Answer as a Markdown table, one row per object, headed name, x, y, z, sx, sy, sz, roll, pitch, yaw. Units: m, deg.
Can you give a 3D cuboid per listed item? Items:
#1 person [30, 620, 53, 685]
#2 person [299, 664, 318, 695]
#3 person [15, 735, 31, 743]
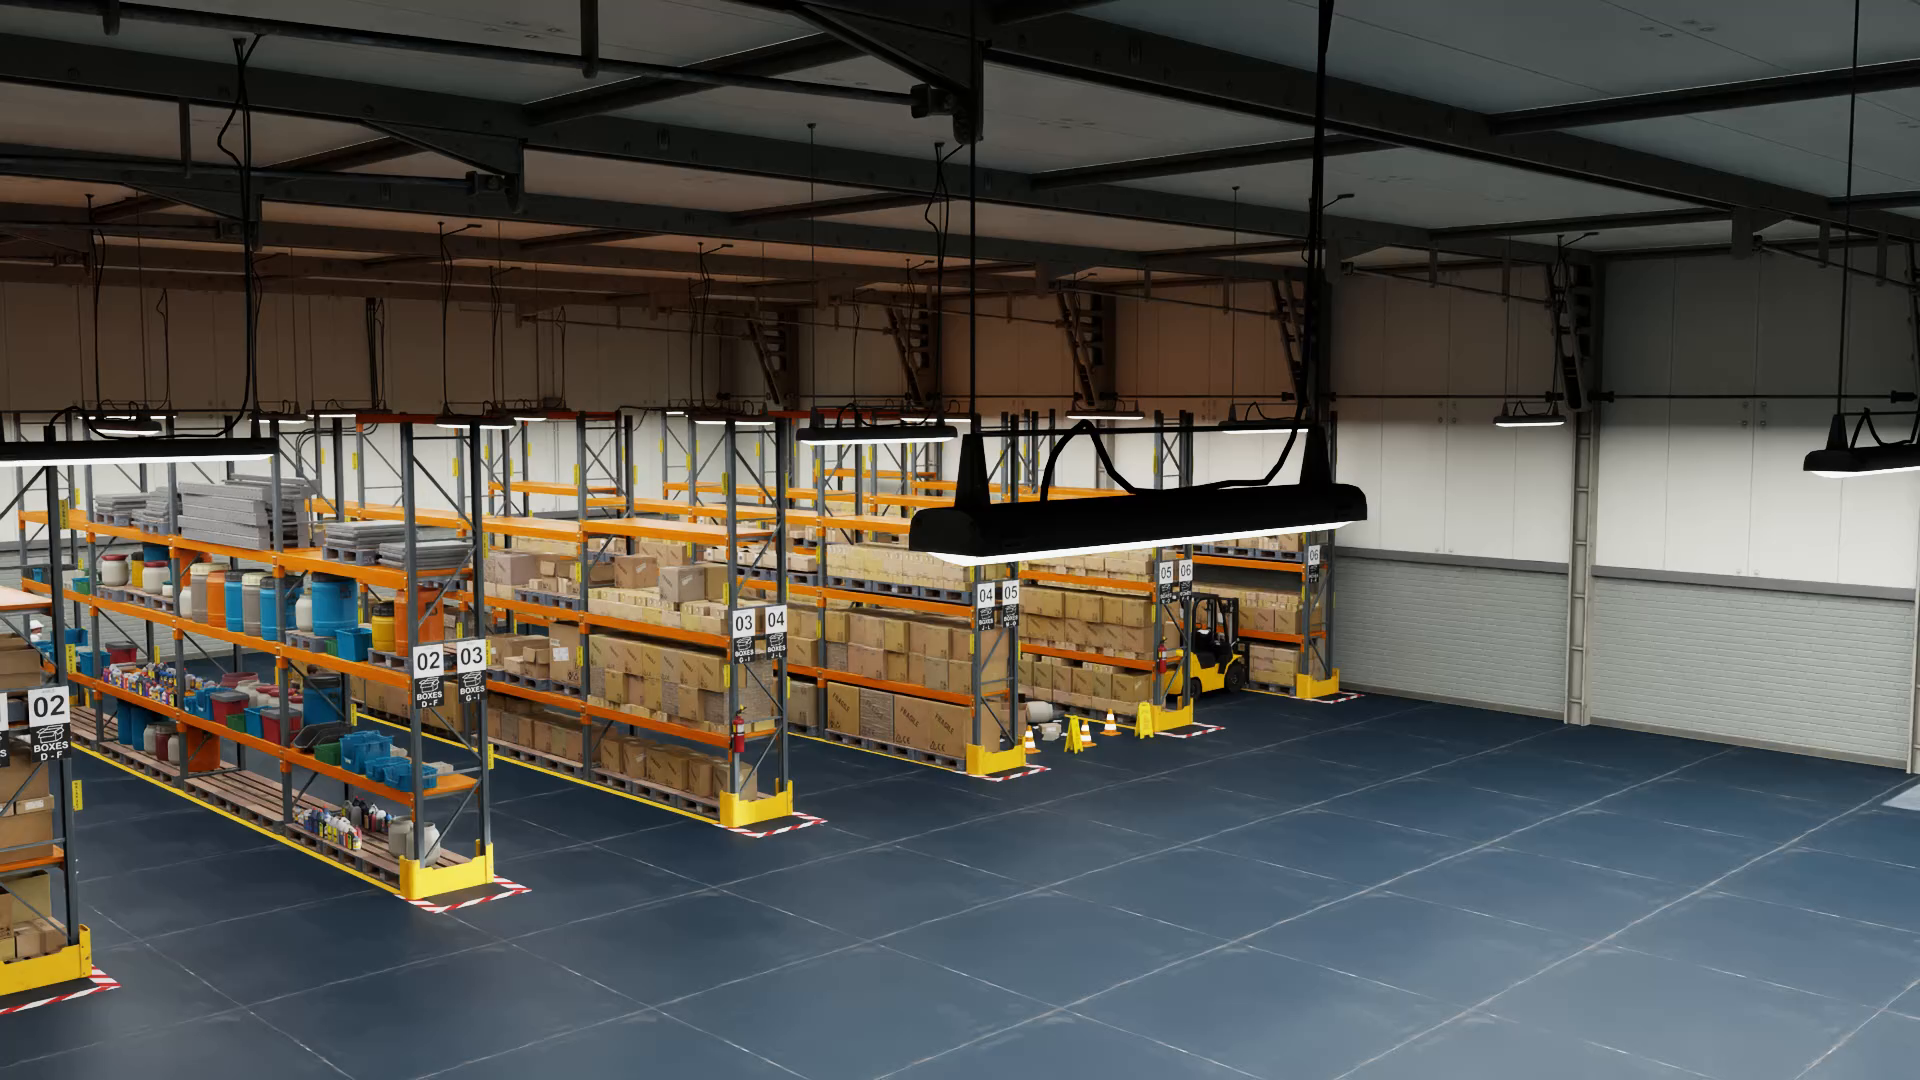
| name | x | y | z | sx | sy | sz | roll | pitch | yaw |
| --- | --- | --- | --- | --- | --- | --- | --- | --- | --- |
| person | -18.689 | 2.509 | 33.709 | 0.429 | 1.780 | 0.566 | -5 | 7 | -44 |
| person | -11.261 | 2.969 | 29.007 | 0.471 | 1.654 | 0.461 | -2 | 5 | -24 |
| person | -14.175 | 3.304 | 25.152 | 0.984 | 1.642 | 0.422 | 3 | 6 | 35 |
